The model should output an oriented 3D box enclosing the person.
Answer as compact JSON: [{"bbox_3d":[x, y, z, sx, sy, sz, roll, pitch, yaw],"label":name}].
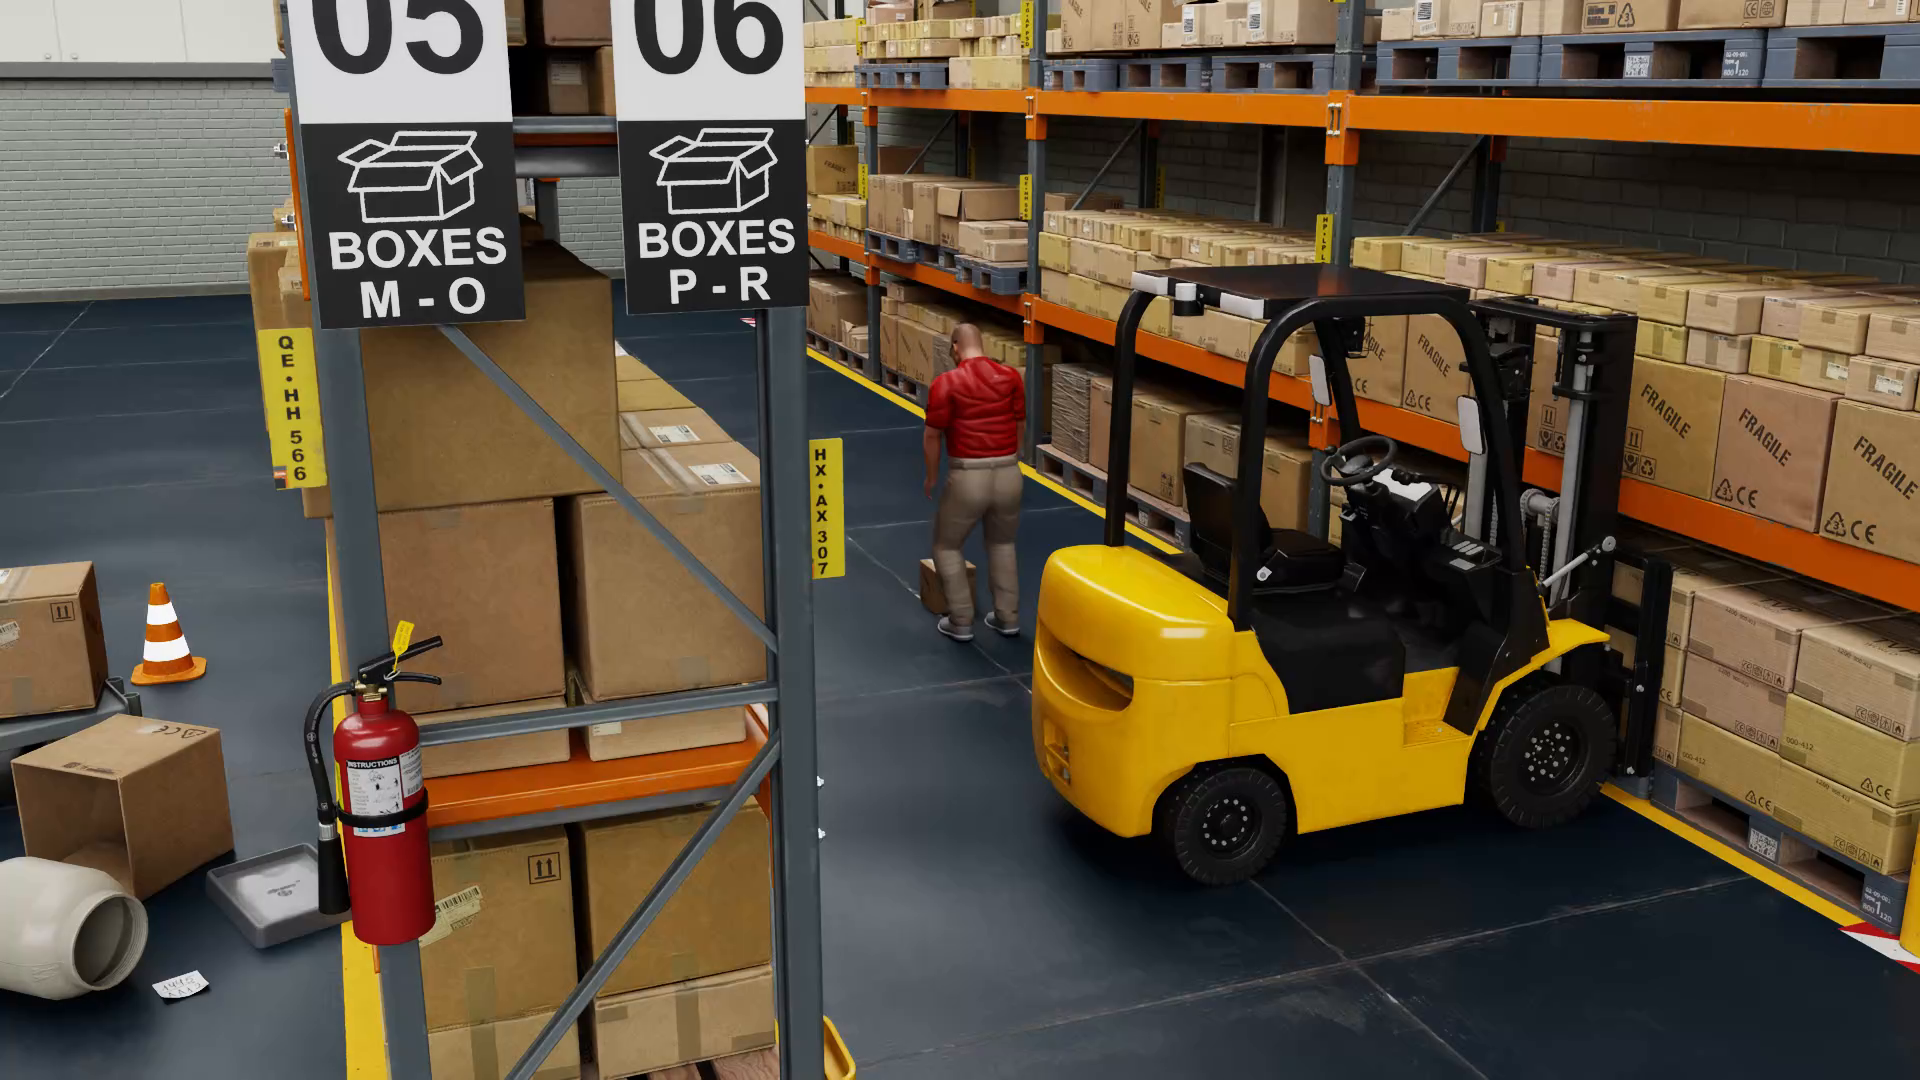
[{"bbox_3d":[0.078,-0.294,8.759,0.561,1.667,0.441,-5,16,-19],"label":"person"}]
